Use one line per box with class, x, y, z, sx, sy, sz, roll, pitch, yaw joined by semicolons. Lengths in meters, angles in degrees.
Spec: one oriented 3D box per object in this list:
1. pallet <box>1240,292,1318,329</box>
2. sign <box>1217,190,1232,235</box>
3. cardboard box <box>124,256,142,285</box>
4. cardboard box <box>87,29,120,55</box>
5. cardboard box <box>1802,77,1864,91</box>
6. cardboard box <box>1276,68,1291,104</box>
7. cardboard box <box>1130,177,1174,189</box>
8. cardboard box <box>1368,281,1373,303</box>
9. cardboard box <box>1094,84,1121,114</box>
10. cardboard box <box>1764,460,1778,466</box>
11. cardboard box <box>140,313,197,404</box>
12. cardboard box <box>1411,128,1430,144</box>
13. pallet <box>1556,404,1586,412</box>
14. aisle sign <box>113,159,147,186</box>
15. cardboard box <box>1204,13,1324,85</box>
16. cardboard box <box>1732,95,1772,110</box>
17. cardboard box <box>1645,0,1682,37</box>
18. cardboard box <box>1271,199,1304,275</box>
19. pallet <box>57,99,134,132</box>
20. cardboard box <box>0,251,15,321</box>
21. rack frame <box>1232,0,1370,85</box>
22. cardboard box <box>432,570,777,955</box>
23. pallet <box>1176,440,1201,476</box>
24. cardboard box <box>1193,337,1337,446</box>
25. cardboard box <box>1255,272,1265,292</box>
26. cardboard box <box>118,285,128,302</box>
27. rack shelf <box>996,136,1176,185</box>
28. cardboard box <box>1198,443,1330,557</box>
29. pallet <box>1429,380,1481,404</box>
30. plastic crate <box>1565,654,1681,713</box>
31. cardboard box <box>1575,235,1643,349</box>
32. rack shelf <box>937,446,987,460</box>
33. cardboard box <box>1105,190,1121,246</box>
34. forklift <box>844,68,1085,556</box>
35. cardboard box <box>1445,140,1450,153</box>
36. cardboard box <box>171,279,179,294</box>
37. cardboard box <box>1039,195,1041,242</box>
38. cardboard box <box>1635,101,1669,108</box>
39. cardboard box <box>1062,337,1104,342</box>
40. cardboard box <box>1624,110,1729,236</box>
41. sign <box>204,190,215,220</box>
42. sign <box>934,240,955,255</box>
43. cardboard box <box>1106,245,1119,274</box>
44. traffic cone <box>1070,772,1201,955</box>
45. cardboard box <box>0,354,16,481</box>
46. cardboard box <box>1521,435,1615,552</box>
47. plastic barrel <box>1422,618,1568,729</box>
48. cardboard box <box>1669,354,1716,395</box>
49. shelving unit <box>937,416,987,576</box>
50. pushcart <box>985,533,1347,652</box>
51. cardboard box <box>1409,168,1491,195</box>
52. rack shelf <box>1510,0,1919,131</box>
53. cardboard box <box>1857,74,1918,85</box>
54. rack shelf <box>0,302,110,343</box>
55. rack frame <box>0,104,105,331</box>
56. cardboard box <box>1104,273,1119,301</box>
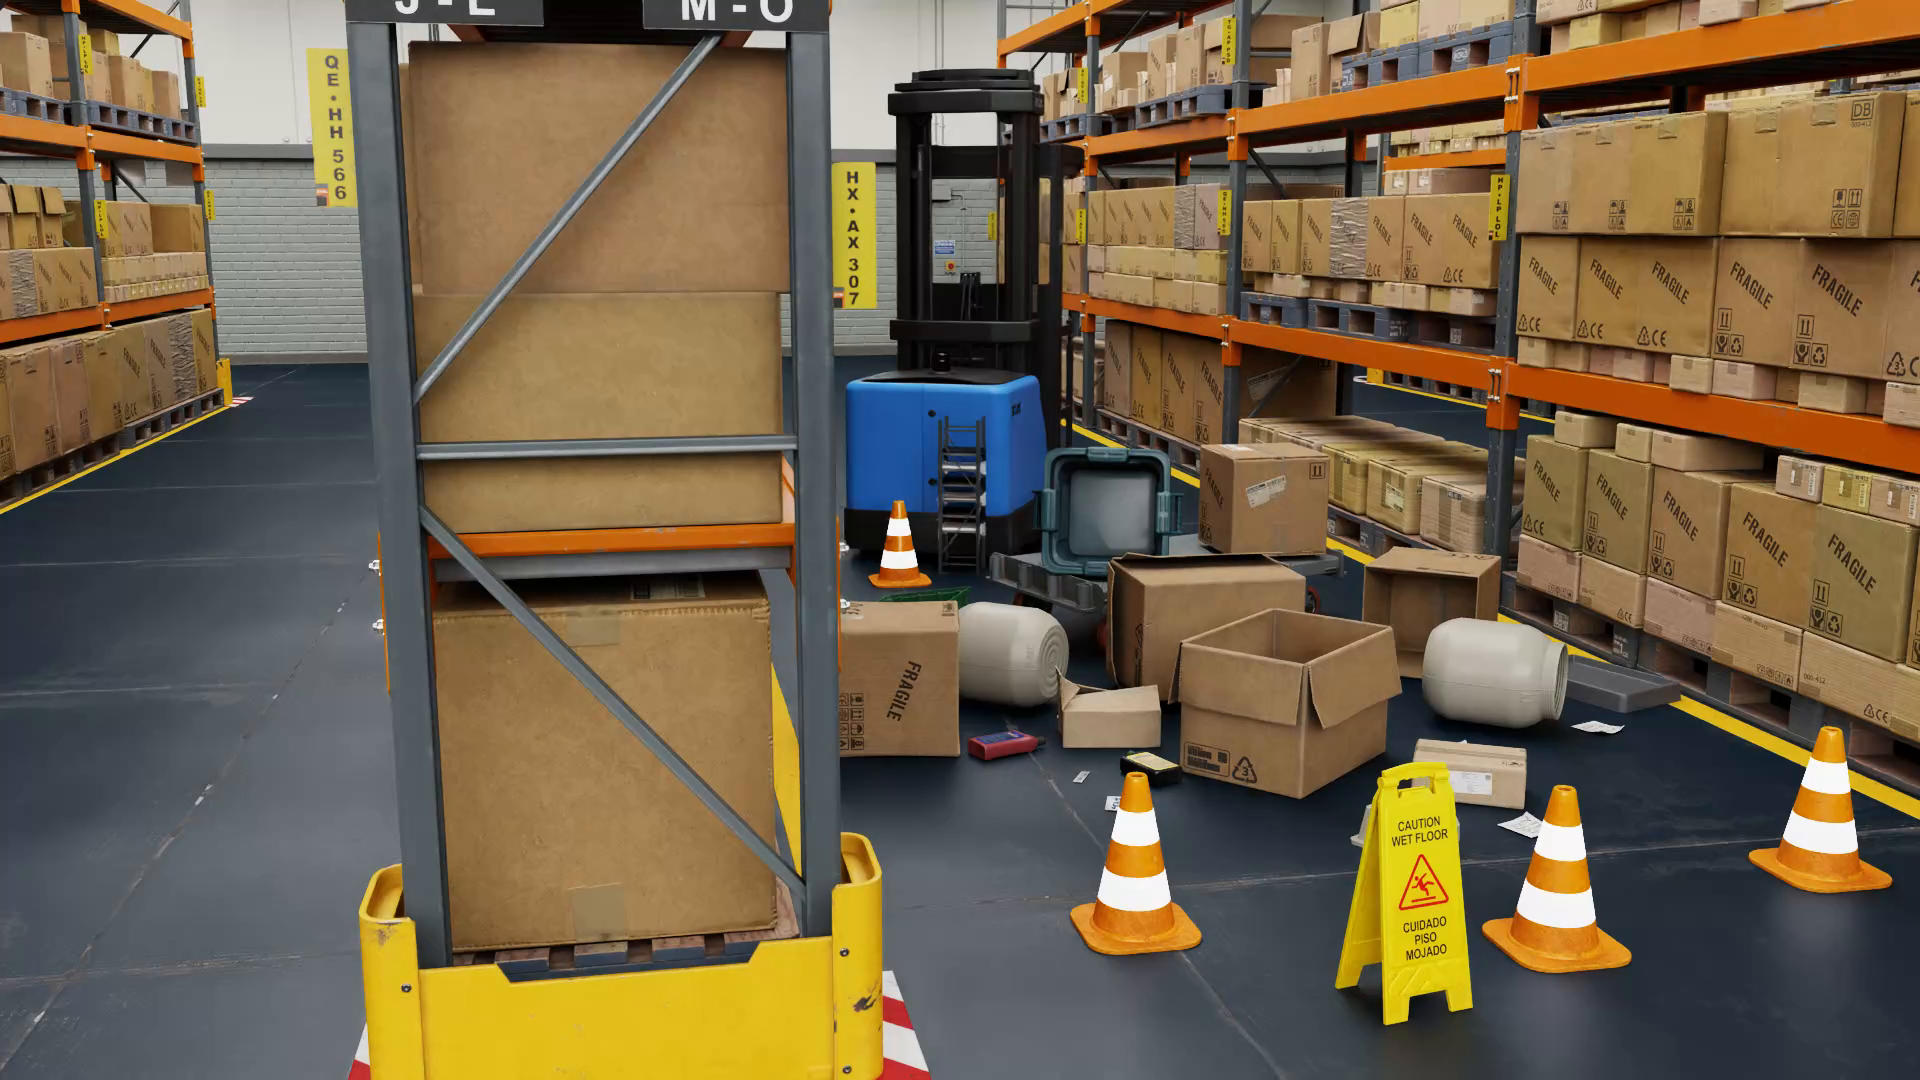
pallet;2.738;-1.648;11.844;1.213;0.211;1.003;-2;11;-11
sign;1.951;-2.417;12.275;0.100;0.325;0.005;-2;11;-11
cardboard box;-7.930;-2.502;15.423;0.500;0.250;0.500;-2;11;-11
cardboard box;-8.398;-4.751;15.951;0.500;0.250;0.500;-2;11;-13
cardboard box;7.058;-3.702;13.437;0.380;0.149;0.250;-2;11;-10
cardboard box;2.439;-3.166;11.643;0.396;0.266;0.258;-2;11;-11
cardboard box;1.910;-3.529;16.537;0.380;0.149;0.250;-2;11;-12
cardboard box;2.768;-1.542;10.325;0.380;0.149;0.250;-3;11;-13
cardboard box;1.471;-4.112;15.491;0.396;0.266;0.258;-2;11;-12
cardboard box;3.853;-0.074;7.286;0.500;0.500;0.500;-2;11;-8
cardboard box;-8.402;-1.857;16.989;0.875;0.875;0.875;-2;11;-11
cardboard box;5.745;-4.879;19.894;0.500;0.250;0.500;-2;11;-10
pallet;6.781;-1.266;16.783;1.003;0.211;1.213;-2;11;-11
aisle sign;-9.090;-4.255;18.077;0.394;0.787;0.004;-2;11;-11
cardboard box;2.274;-3.663;12.498;0.797;0.503;0.637;-3;11;-15
cardboard box;6.927;-3.627;14.111;0.500;0.250;0.500;-2;11;-11
cardboard box;3.256;-2.280;7.305;0.380;0.149;0.250;-2;11;-9
cardboard box;2.464;-2.084;11.438;0.500;0.500;0.500;-2;11;-8
pallet;-8.152;-3.822;14.972;1.003;0.211;1.213;-2;11;-11
cardboard box;-7.259;-1.845;12.100;0.500;0.500;0.500;-2;11;-12
rack frame;2.495;-4.816;11.932;1.000;3.000;0.127;-2;11;-11
cardboard box;-0.981;0.512;4.541;0.875;0.875;0.875;-2;11;-11
pallet;2.416;-0.646;13.528;1.003;0.211;1.213;-2;11;-11
cardboard box;2.442;-1.161;13.334;0.875;0.875;0.875;-2;11;-12
cardboard box;2.376;-1.885;12.128;0.380;0.149;0.250;-3;11;-14
cardboard box;-7.786;-2.233;15.079;0.380;0.149;0.250;-2;11;-13
rack shelf;1.328;-4.089;18.061;1.077;0.370;4.000;-2;11;-11
cardboard box;1.533;-0.209;8.432;0.500;0.500;0.500;-2;11;-11
pallet;6.212;-1.764;19.400;1.003;0.211;1.213;-2;11;-11
plastic crate;2.774;0.617;7.242;0.402;0.080;0.583;-6;13;-31
cardboard box;3.206;-1.148;7.645;0.500;0.500;0.500;-2;11;-11
rack shelf;0.013;-0.492;9.610;0.258;0.077;0.200;2;11;10
cardboard box;1.647;-2.959;15.280;0.500;0.500;0.500;-2;11;-11
forklift;0.199;-1.566;11.086;1.130;2.935;3.031;3;11;16
cardboard box;5.865;-4.565;19.310;0.380;0.149;0.250;-2;11;-12
cardboard box;-8.138;-2.564;16.818;0.380;0.149;0.250;-2;11;-11
cardboard box;1.066;-3.498;18.110;0.500;0.500;0.500;-2;11;-11
cardboard box;6.495;-4.086;15.399;0.380;0.149;0.250;-2;11;-10
cardboard box;1.166;-2.166;19.785;0.875;0.438;0.875;-3;11;-13
cardboard box;3.295;-1.545;7.057;0.700;0.500;0.500;-2;11;-12
sign;-8.246;-3.678;18.268;0.100;0.325;0.005;-2;11;-11
sign;-0.240;-4.512;25.655;0.327;0.218;0.001;-2;11;-11
cardboard box;1.655;-2.589;15.340;0.500;0.250;0.500;-2;11;-10
traffic cone;0.505;0.894;4.761;0.336;0.463;0.334;-2;11;-11
cardboard box;-7.339;-0.798;11.428;1.225;0.875;0.875;-3;11;-14
cardboard box;3.123;-0.241;8.166;0.500;0.500;0.500;-2;11;-8
plastic barrel;2.164;0.540;6.726;0.512;0.421;0.421;6;12;28
cardboard box;3.259;-0.707;7.063;0.380;0.149;0.250;-2;11;-11
shelving unit;0.013;-0.260;9.653;0.258;0.900;0.210;2;11;10
pushcart;1.046;0.245;8.400;1.648;0.377;0.936;-6;13;-31
cardboard box;2.815;-2.058;9.565;0.380;0.149;0.250;-2;11;-13
rack shelf;3.662;-1.889;6.498;1.077;0.370;4.000;-2;11;-11
cardboard box;7.133;-3.589;12.743;0.380;0.166;0.250;-2;11;-11
rack shelf;-7.615;-1.522;12.594;1.077;0.370;4.000;-2;11;-11
rack frame;-8.003;-2.242;14.454;1.000;3.000;0.127;-2;11;-11
cardboard box;1.646;-2.344;15.388;0.500;0.250;0.500;-2;11;-12
